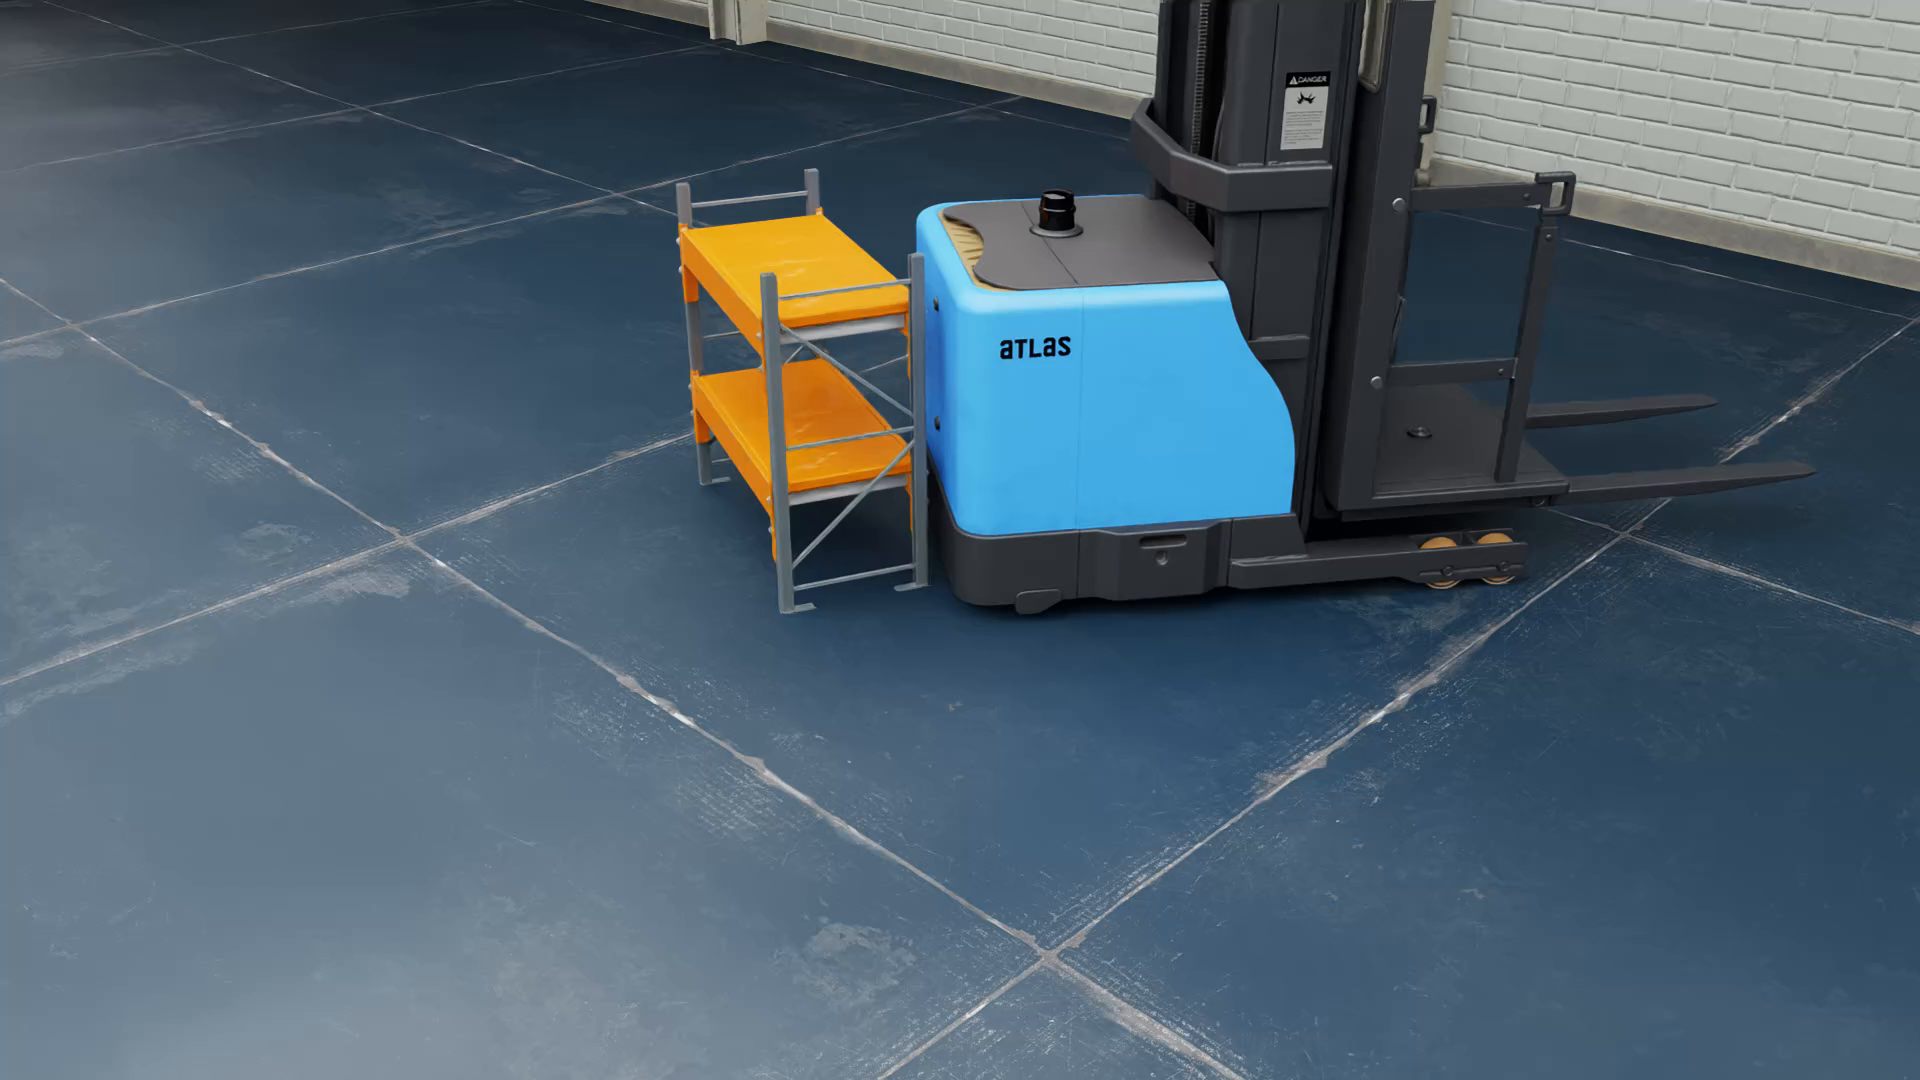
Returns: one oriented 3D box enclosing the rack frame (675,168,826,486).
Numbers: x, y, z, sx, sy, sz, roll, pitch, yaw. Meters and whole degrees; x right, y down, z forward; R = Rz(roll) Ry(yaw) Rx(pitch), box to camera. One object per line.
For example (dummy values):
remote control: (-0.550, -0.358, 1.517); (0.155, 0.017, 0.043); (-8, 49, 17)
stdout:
rack frame: (-0.727, -0.747, 5.962); (0.500, 1.125, 0.032); (-11, 30, -20)

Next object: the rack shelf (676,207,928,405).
rack shelf: (-0.534, -0.787, 5.409); (0.538, 0.278, 1.000); (-11, 30, -20)

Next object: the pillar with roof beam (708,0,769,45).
pillar with roof beam: (-4.800, -6.612, 8.655); (0.400, 9.000, 9.100); (25, 36, 38)

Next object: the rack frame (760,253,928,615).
rack frame: (-0.341, -0.309, 5.129); (0.500, 1.125, 0.032); (-11, 30, -20)

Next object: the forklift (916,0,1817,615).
forklift: (1.405, -1.375, 5.215); (3.031, 2.935, 1.130); (-4, 28, -8)

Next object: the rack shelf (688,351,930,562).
rack shelf: (-0.534, -0.312, 5.659); (0.538, 0.278, 1.000); (-11, 30, -20)

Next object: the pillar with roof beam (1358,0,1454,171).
pillar with roof beam: (-0.522, -4.654, 4.932); (0.400, 9.000, 9.100); (25, 36, 38)

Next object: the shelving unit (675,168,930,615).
shelving unit: (-0.534, -0.528, 5.546); (0.538, 1.125, 1.048); (-11, 30, -20)
